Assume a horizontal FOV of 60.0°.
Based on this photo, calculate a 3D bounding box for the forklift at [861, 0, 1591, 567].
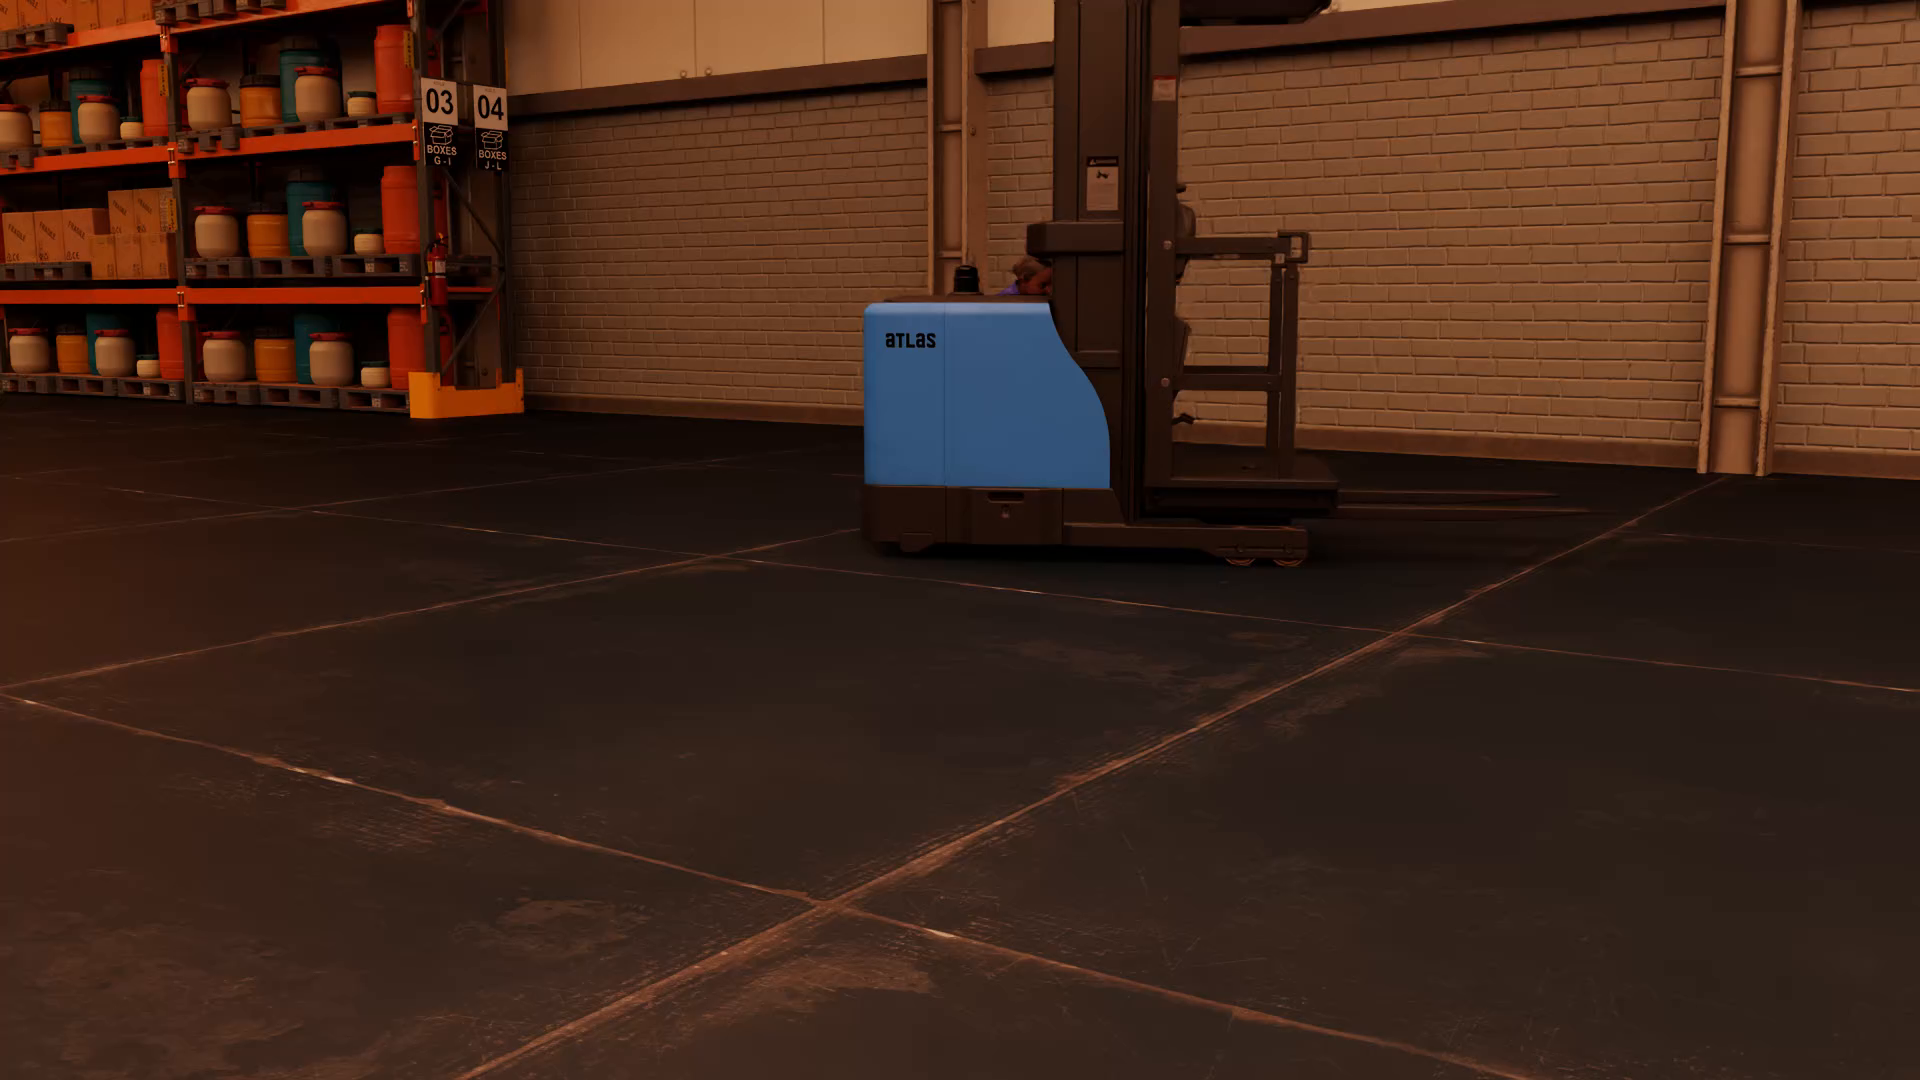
[{"bbox_3d":[1.135,-1.419,7.172,3.031,2.935,1.130,1,8,7],"label":"forklift"}]

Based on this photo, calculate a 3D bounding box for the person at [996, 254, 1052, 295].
[{"bbox_3d":[0.474,-0.729,8.214,0.998,1.380,0.904,-7,11,-40],"label":"person"}]
